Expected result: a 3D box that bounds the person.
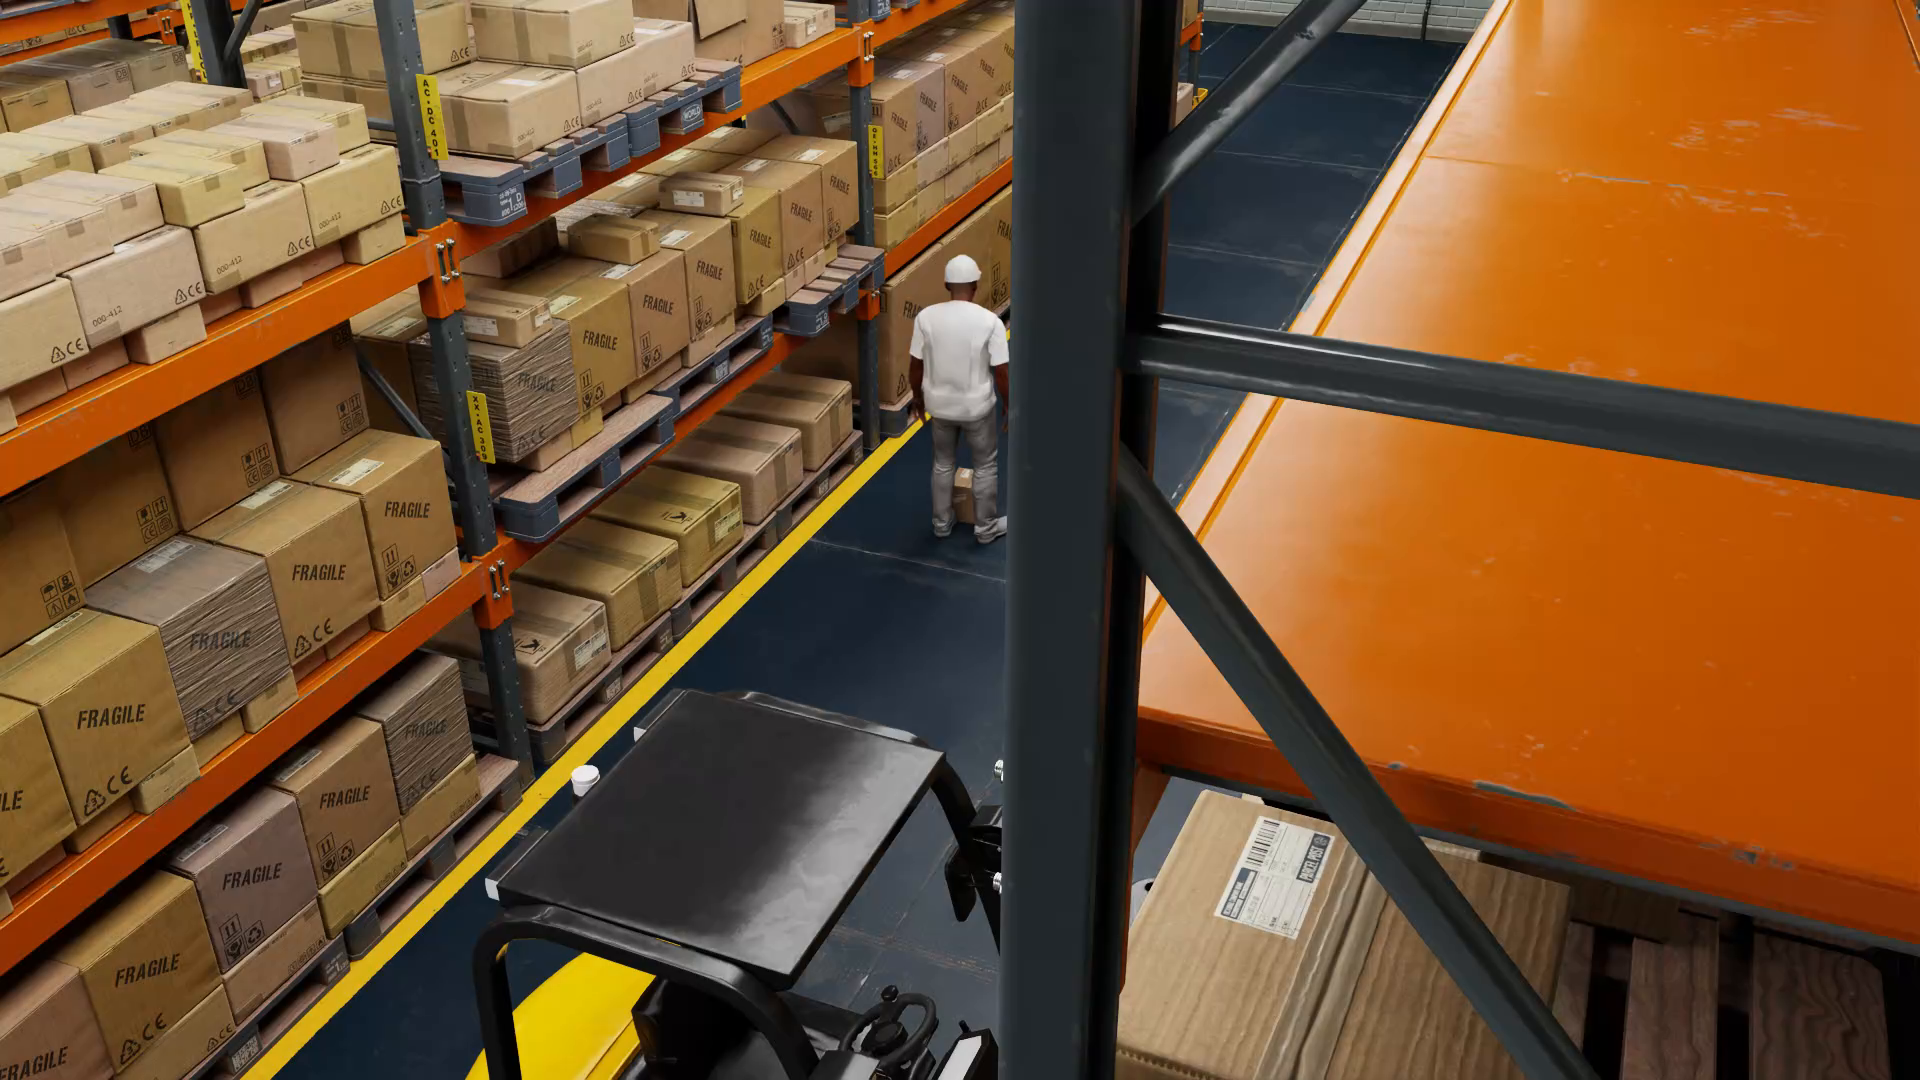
[{"bbox_3d":[0.017,-0.816,9.831,0.629,1.755,0.460,9,31,15],"label":"person"}]
